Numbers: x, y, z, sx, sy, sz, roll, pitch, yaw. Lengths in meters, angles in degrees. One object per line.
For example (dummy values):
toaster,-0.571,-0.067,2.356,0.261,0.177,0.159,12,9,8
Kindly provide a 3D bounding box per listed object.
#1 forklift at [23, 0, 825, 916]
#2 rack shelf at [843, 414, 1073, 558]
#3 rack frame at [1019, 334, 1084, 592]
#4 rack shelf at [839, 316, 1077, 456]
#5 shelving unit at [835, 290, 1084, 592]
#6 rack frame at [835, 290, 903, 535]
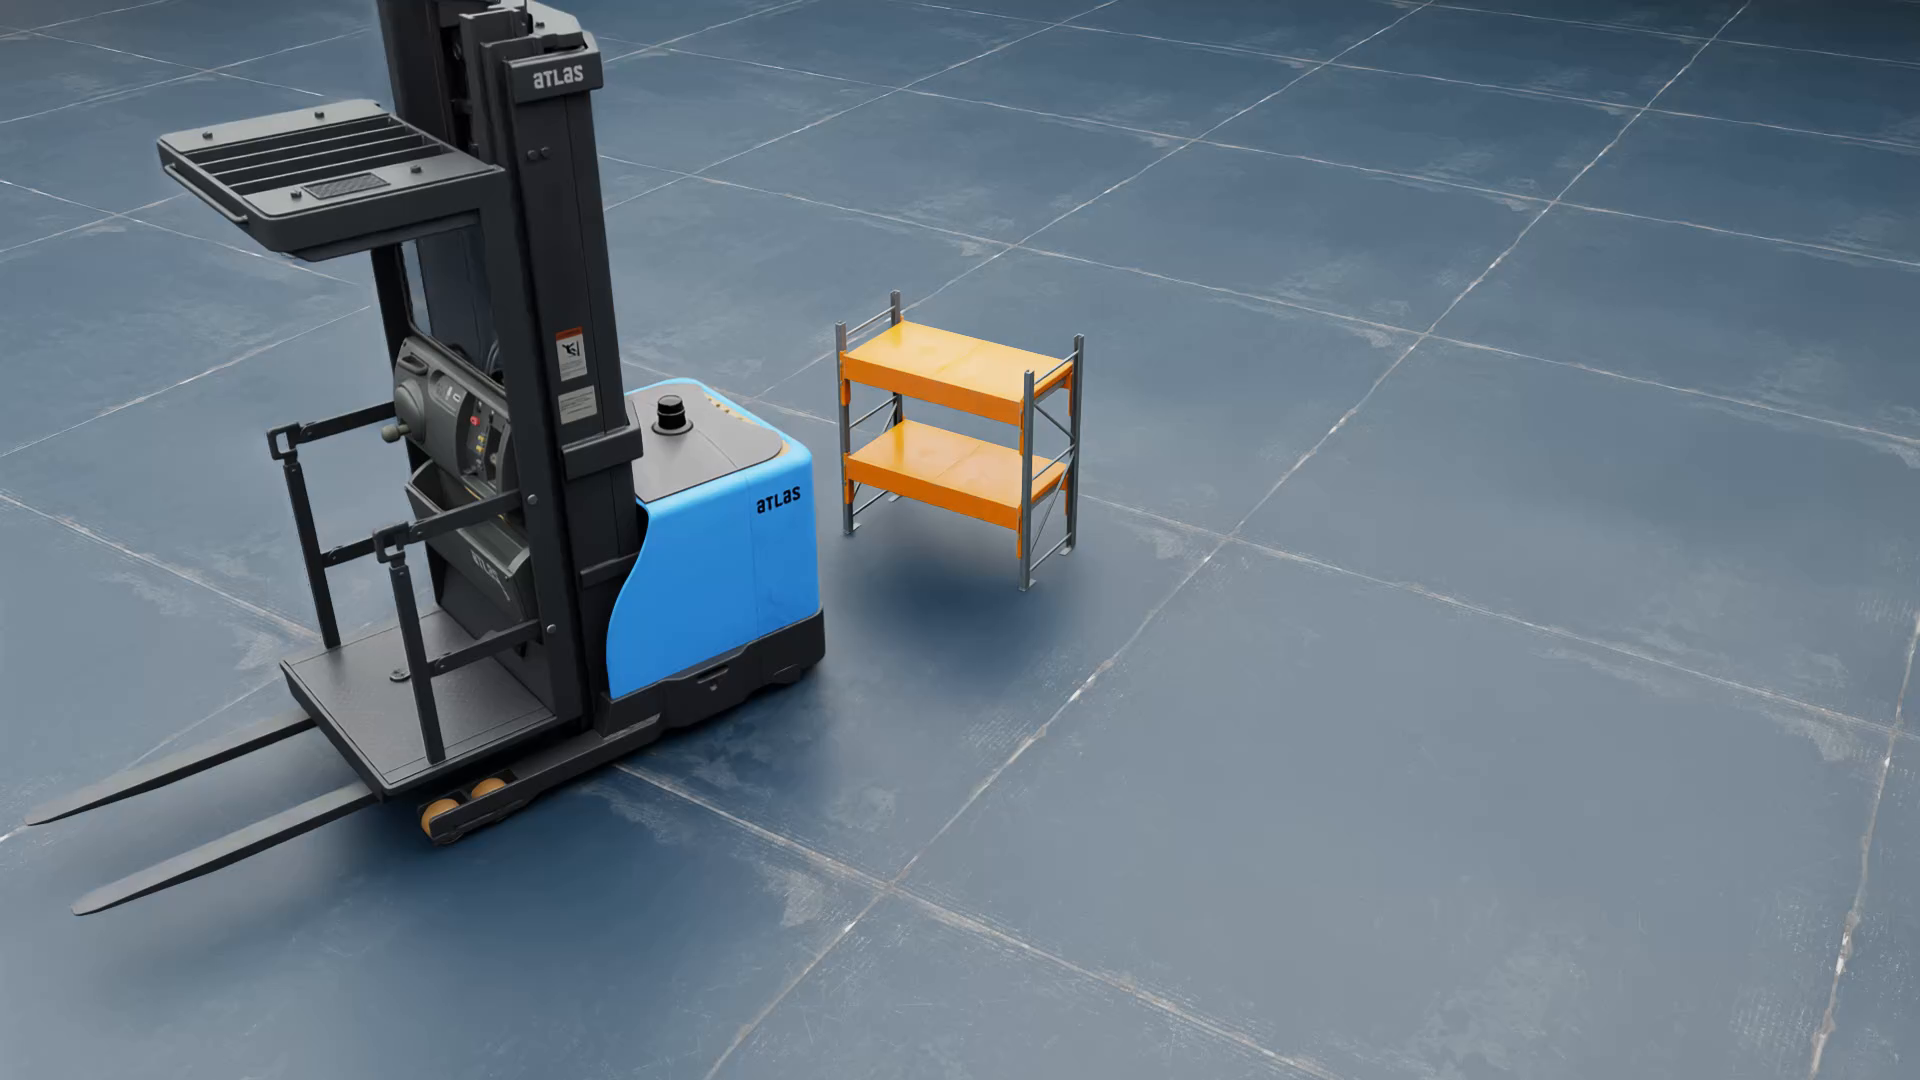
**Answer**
forklift,-2.044,-0.419,6.059,3.031,2.935,1.130,-23,37,-34
rack shelf,-0.006,-0.276,8.093,1.000,0.278,0.538,18,35,27
rack frame,0.425,-0.351,7.736,0.032,1.125,0.500,18,35,27
rack shelf,-0.006,-0.740,7.822,1.000,0.278,0.538,18,35,27
shelving unit,-0.006,-0.488,7.970,1.048,1.125,0.538,18,35,27
rack frame,-0.436,-0.624,8.203,0.032,1.125,0.500,18,35,27
